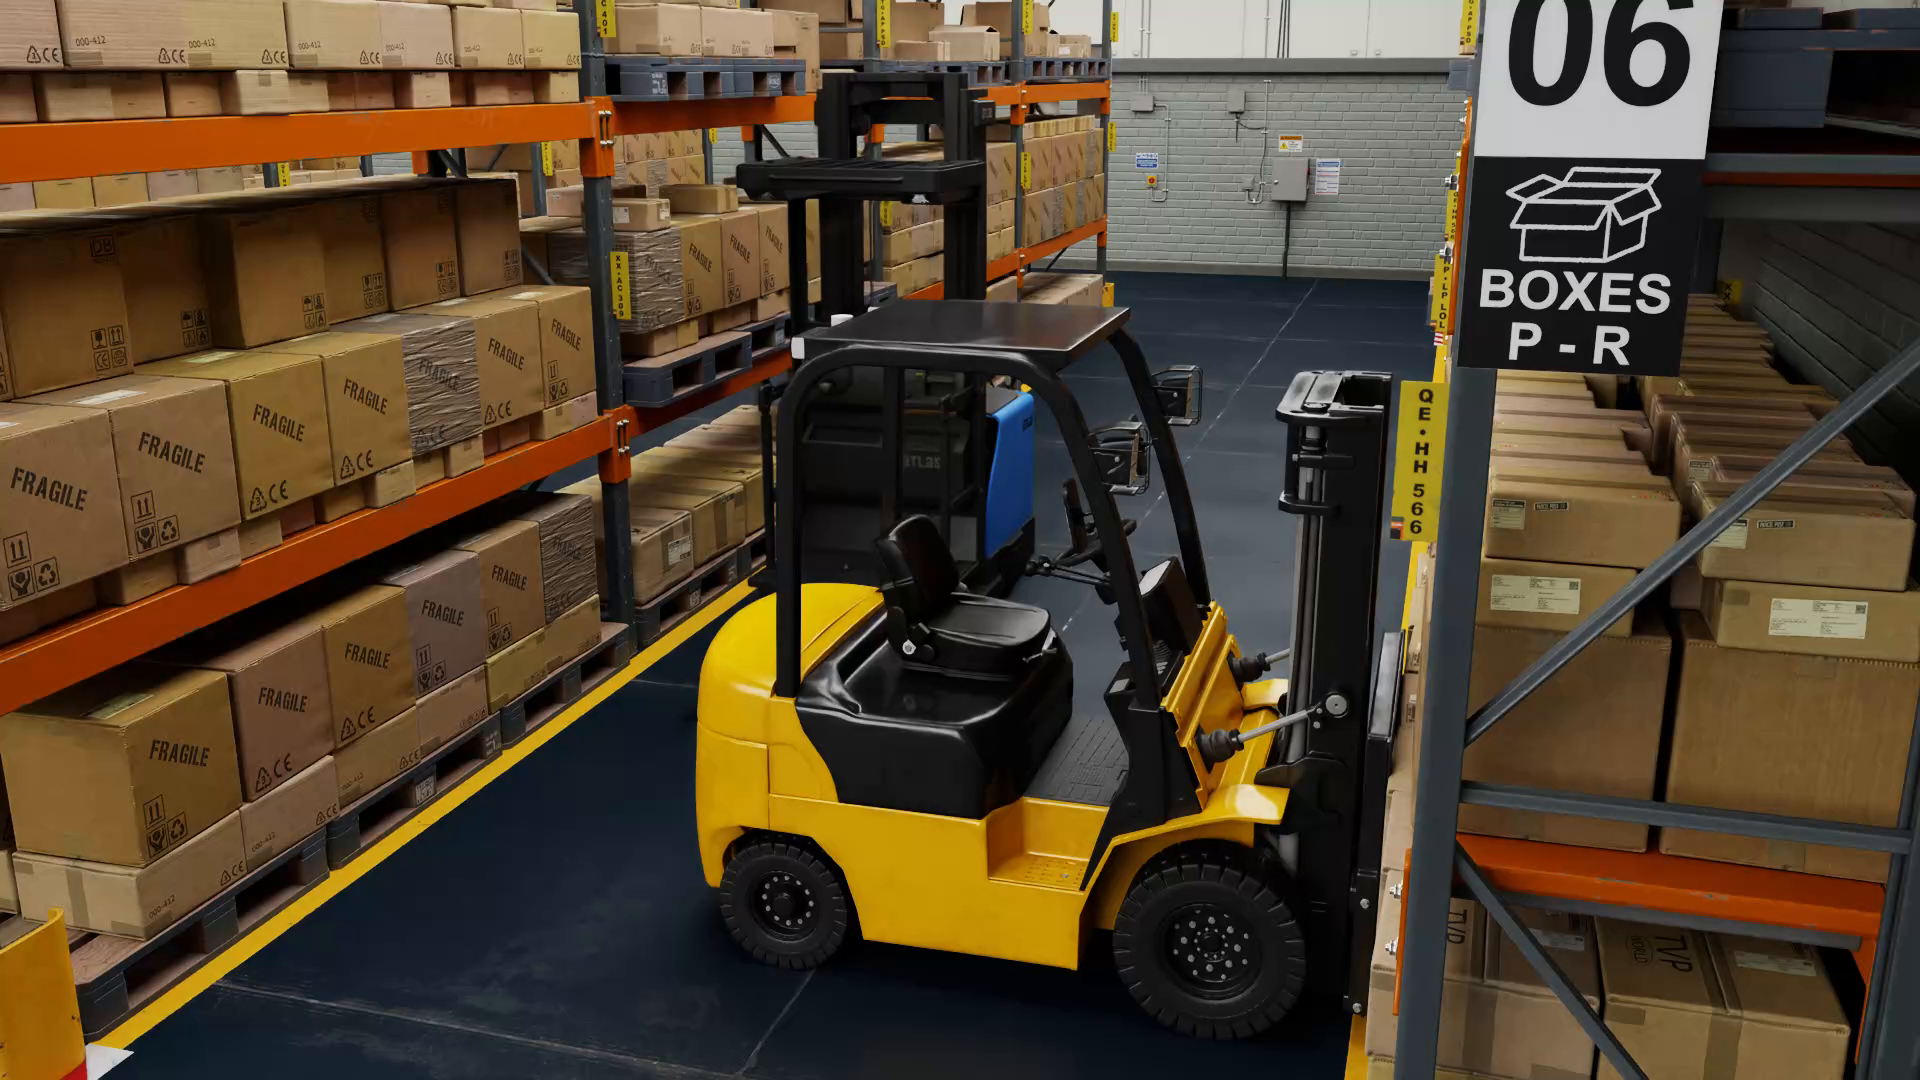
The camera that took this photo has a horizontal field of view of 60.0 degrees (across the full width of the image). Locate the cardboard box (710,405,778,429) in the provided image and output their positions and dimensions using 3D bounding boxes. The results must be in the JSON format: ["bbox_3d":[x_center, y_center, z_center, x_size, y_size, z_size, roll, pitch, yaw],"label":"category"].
[{"bbox_3d":[-1.219,-0.706,11.866,0.950,0.372,0.625,3,16,12],"label":"cardboard box"}]

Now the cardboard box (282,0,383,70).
[{"bbox_3d":[-2.484,-1.847,6.078,0.500,0.250,0.500,5,17,17],"label":"cardboard box"}]

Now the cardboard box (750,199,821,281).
[{"bbox_3d":[-1.191,-1.899,10.530,0.500,0.500,0.500,3,16,12],"label":"cardboard box"}]

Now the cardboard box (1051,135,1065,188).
[{"bbox_3d":[0.761,-3.861,16.929,0.500,0.500,0.500,5,17,17],"label":"cardboard box"}]

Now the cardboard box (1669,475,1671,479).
[{"bbox_3d":[2.004,-0.067,4.198,0.380,0.149,0.250,4,16,14],"label":"cardboard box"}]

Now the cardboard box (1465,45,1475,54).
[{"bbox_3d":[3.969,-3.698,12.381,0.380,0.149,0.250,5,17,17],"label":"cardboard box"}]

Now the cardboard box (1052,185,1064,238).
[{"bbox_3d":[0.766,-3.373,17.040,0.500,0.500,0.500,5,17,16],"label":"cardboard box"}]

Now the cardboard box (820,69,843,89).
[{"bbox_3d":[-1.000,-3.073,11.128,0.380,0.149,0.250,5,16,16],"label":"cardboard box"}]

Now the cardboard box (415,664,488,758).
[{"bbox_3d":[-2.387,0.701,7.131,0.500,0.250,0.500,5,17,17],"label":"cardboard box"}]

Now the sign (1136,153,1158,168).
[{"bbox_3d":[2.775,-5.634,24.702,0.327,0.218,0.001,5,16,16],"label":"sign"}]

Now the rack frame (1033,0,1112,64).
[{"bbox_3d":[1.224,-6.894,18.643,1.000,3.000,0.127,5,16,16],"label":"rack frame"}]

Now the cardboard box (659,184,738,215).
[{"bbox_3d":[-1.503,-1.961,9.561,0.380,0.149,0.250,6,17,19],"label":"cardboard box"}]

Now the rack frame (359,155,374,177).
[{"bbox_3d":[-8.277,-4.776,22.171,1.000,3.000,0.127,5,16,16],"label":"rack frame"}]

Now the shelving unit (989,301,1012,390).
[{"bbox_3d":[0.032,-0.749,10.721,0.431,1.500,0.755,5,17,17],"label":"shelving unit"}]

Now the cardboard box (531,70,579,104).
[{"bbox_3d":[-1.983,-2.084,7.643,0.380,0.149,0.250,5,17,16],"label":"cardboard box"}]

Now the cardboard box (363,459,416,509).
[{"bbox_3d":[-2.410,-0.239,6.635,0.380,0.149,0.250,5,17,16],"label":"cardboard box"}]

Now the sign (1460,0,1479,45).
[{"bbox_3d":[3.191,-3.265,10.400,0.100,0.325,0.005,5,16,16],"label":"sign"}]

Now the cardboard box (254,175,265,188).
[{"bbox_3d":[-8.594,-4.297,20.213,0.500,0.250,0.500,5,16,16],"label":"cardboard box"}]

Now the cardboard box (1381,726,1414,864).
[{"bbox_3d":[1.543,0.790,4.982,0.500,0.250,0.500,5,17,17],"label":"cardboard box"}]

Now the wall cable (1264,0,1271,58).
[{"bbox_3d":[3.291,-8.345,23.759,2.355,3.000,0.029,5,16,16],"label":"wall cable"}]

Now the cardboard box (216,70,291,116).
[{"bbox_3d":[-2.554,-1.544,5.739,0.380,0.149,0.250,5,17,17],"label":"cardboard box"}]

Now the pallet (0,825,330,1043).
[{"bbox_3d":[-3.036,1.290,5.894,1.003,0.211,1.213,5,16,16],"label":"pallet"}]

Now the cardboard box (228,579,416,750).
[{"bbox_3d":[-2.527,0.475,6.554,0.500,0.500,0.500,5,17,17],"label":"cardboard box"}]

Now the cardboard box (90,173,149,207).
[{"bbox_3d":[-6.247,-2.418,11.841,0.700,0.500,0.500,4,16,15],"label":"cardboard box"}]

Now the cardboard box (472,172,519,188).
[{"bbox_3d":[-4.614,-3.566,16.505,0.380,0.149,0.250,5,17,18],"label":"cardboard box"}]

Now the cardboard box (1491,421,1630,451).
[{"bbox_3d":[1.426,-0.189,4.080,0.380,0.149,0.250,5,17,17],"label":"cardboard box"}]

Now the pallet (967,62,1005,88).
[{"bbox_3d":[-0.126,-4.069,14.530,0.805,0.209,1.217,4,16,14],"label":"pallet"}]

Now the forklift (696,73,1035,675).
[{"bbox_3d":[-0.468,-0.936,8.758,1.130,2.935,3.031,5,17,17],"label":"forklift"}]

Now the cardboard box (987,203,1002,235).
[{"bbox_3d":[0.060,-2.864,14.789,0.500,0.250,0.500,5,17,17],"label":"cardboard box"}]

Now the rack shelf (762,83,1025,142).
[{"bbox_3d":[-0.481,-3.535,13.617,1.077,0.370,4.000,5,16,16],"label":"rack shelf"}]

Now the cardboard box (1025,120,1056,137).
[{"bbox_3d":[0.748,-4.131,16.692,0.380,0.149,0.250,4,16,14],"label":"cardboard box"}]

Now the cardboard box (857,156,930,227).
[{"bbox_3d":[-0.543,-2.684,12.781,0.500,0.500,0.500,5,16,16],"label":"cardboard box"}]

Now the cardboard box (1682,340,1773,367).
[{"bbox_3d":[2.378,-0.548,5.347,0.380,0.149,0.250,4,16,15],"label":"cardboard box"}]

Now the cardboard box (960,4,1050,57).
[{"bbox_3d":[0.440,-5.059,16.531,0.797,0.503,0.637,6,17,20],"label":"cardboard box"}]

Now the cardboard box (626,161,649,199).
[{"bbox_3d":[-3.869,-4.021,18.782,0.500,0.500,0.500,5,17,19],"label":"cardboard box"}]

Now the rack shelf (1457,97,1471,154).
[{"bbox_3d":[3.143,-2.105,8.573,1.077,0.370,4.000,5,16,16],"label":"rack shelf"}]

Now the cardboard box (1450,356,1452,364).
[{"bbox_3d":[1.971,-0.584,6.021,0.380,0.149,0.250,5,17,17],"label":"cardboard box"}]

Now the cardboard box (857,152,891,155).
[{"bbox_3d":[-0.868,-2.864,13.413,0.500,0.500,0.500,5,16,16],"label":"cardboard box"}]

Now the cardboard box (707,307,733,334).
[{"bbox_3d":[-1.526,-1.278,9.530,0.380,0.149,0.250,5,17,17],"label":"cardboard box"}]

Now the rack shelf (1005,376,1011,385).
[{"bbox_3d":[0.032,-1.124,10.615,0.431,0.370,0.720,5,17,17],"label":"rack shelf"}]

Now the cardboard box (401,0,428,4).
[{"bbox_3d":[-2.348,-2.200,6.592,0.380,0.149,0.250,4,16,15],"label":"cardboard box"}]

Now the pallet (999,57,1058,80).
[{"bbox_3d":[0.330,-4.575,16.127,1.003,0.211,1.213,5,16,16],"label":"pallet"}]

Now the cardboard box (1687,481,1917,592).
[{"bbox_3d":[1.738,-0.012,3.459,0.380,0.149,0.250,4,16,15],"label":"cardboard box"}]

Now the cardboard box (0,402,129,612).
[{"bbox_3d":[-2.922,-0.115,5.011,0.500,0.500,0.500,4,16,15],"label":"cardboard box"}]

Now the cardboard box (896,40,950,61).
[{"bbox_3d":[-0.306,-3.988,13.553,0.380,0.166,0.250,6,17,21],"label":"cardboard box"}]

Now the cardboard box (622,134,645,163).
[{"bbox_3d":[-3.872,-4.490,18.603,0.500,0.500,0.500,4,16,14],"label":"cardboard box"}]

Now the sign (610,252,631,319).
[{"bbox_3d":[-1.663,-1.245,8.134,0.100,0.325,0.005,5,16,16],"label":"sign"}]

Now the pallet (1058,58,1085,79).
[{"bbox_3d":[0.679,-4.893,17.249,1.003,0.211,1.213,5,16,16],"label":"pallet"}]
